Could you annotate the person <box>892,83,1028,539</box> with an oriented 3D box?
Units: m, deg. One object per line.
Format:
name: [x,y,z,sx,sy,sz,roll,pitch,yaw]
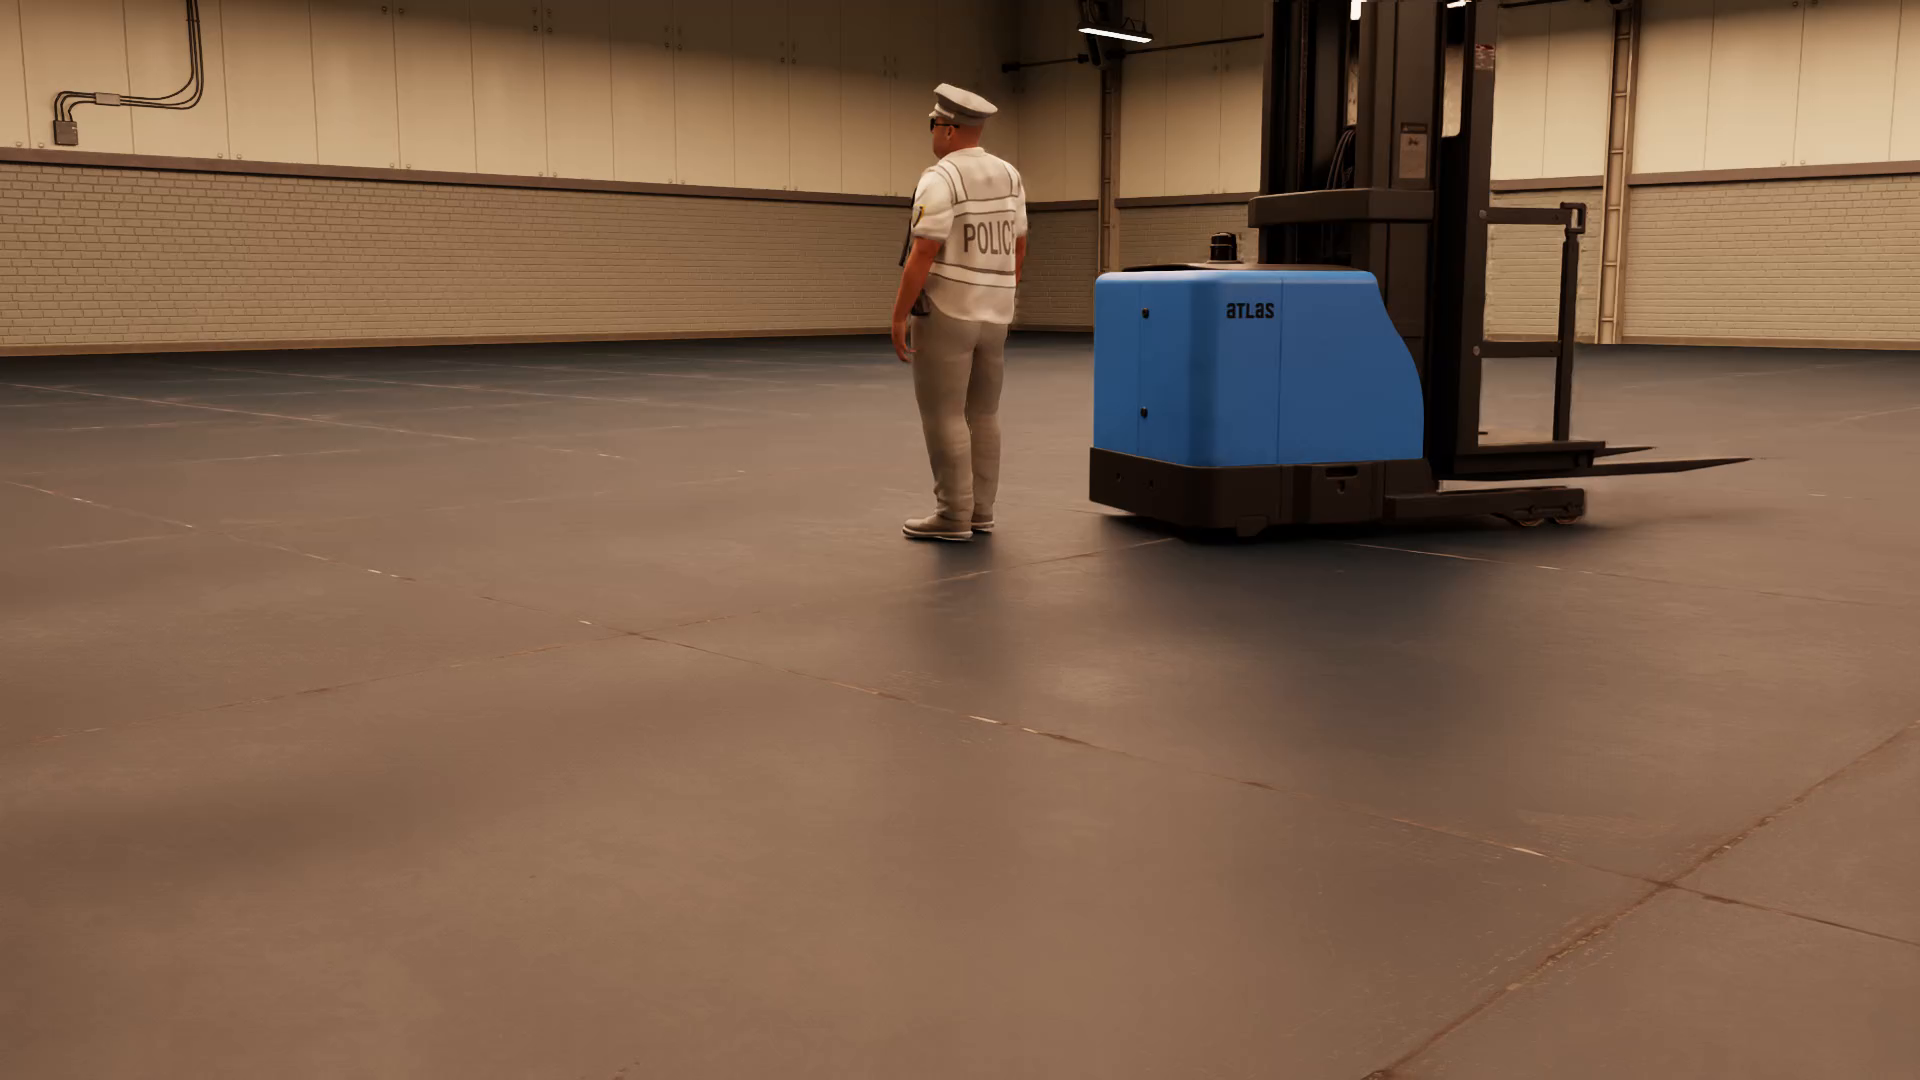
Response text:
person: [-0.058,-0.896,6.642,0.561,1.780,0.656,8,12,43]

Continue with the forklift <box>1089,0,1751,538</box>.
forklift: [2.146,-1.572,7.314,3.031,2.935,1.130,-3,9,-21]
